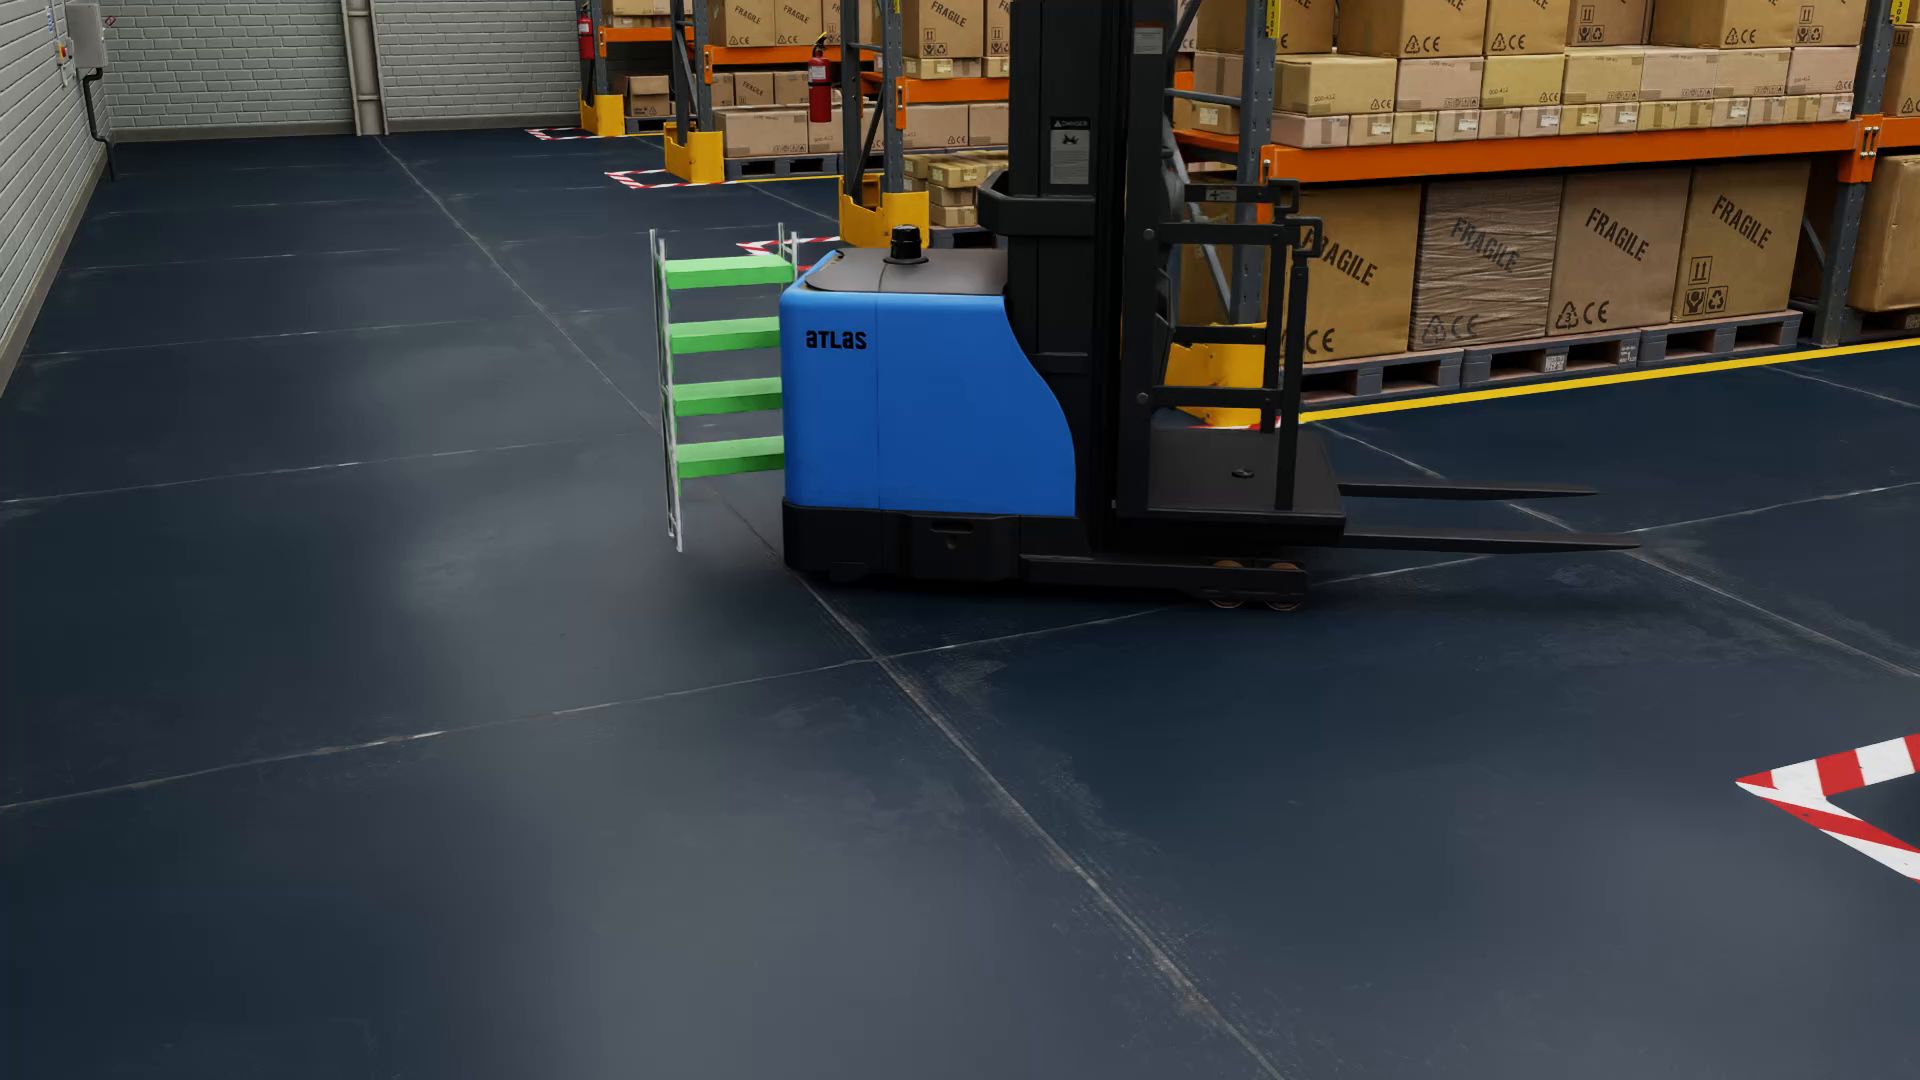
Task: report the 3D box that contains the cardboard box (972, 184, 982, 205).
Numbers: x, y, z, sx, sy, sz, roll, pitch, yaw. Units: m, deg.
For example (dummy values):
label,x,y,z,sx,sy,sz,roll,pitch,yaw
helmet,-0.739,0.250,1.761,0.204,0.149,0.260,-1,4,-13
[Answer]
label,x,y,z,sx,sy,sz,roll,pitch,yaw
cardboard box,0.186,-2.686,12.845,0.250,0.149,0.380,-8,21,-22

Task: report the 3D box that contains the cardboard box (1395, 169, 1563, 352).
label,x,y,z,sx,sy,sz,roll,pitch,yaw
cardboard box,2.593,-1.581,9.062,0.875,0.875,0.875,-8,21,-22

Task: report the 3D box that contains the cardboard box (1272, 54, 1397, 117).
label,x,y,z,sx,sy,sz,roll,pitch,yaw
cardboard box,1.749,-2.207,8.052,0.500,0.250,0.500,-9,21,-23

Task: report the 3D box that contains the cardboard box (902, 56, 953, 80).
label,x,y,z,sx,sy,sz,roll,pitch,yaw
cardboard box,-0.243,-3.507,12.343,0.250,0.149,0.380,-8,21,-22

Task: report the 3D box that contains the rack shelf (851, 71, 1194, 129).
label,x,y,z,sx,sy,sz,roll,pitch,yaw
rack shelf,1.166,-3.606,13.331,4.000,0.370,1.077,-8,21,-22

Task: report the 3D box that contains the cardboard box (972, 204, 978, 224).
label,x,y,z,sx,sy,sz,roll,pitch,yaw
cardboard box,0.145,-2.567,12.955,0.250,0.149,0.380,-8,21,-22

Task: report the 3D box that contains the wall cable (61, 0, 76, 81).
label,x,y,z,sx,sy,sz,roll,pitch,yaw
wall cable,-8.465,-5.340,15.642,0.122,1.984,0.588,-8,21,-22

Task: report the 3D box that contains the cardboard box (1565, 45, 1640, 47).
label,x,y,z,sx,sy,sz,roll,pitch,yaw
cardboard box,3.407,-2.637,9.272,0.500,0.250,0.500,-8,21,-21

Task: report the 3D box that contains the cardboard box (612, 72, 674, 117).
label,x,y,z,sx,sy,sz,roll,pitch,yaw
cardboard box,-4.094,-5.764,21.502,0.637,0.503,0.797,-9,21,-24

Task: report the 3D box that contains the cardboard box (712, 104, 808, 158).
label,x,y,z,sx,sy,sz,roll,pitch,yaw
cardboard box,-2.158,-4.286,17.403,0.875,0.438,0.875,-9,21,-24

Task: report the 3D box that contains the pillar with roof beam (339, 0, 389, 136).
label,x,y,z,sx,sy,sz,roll,pitch,yaw
pillar with roof beam,-5.821,-8.129,16.060,0.400,9.000,9.100,-8,21,-22

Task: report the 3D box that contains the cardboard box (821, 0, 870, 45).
label,x,y,z,sx,sy,sz,roll,pitch,yaw
cardboard box,-1.242,-5.338,17.015,0.500,0.500,0.500,-8,21,-22

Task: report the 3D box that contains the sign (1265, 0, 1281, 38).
label,x,y,z,sx,sy,sz,roll,pitch,yaw
sign,1.416,-2.432,7.491,0.005,0.325,0.100,-8,21,-22

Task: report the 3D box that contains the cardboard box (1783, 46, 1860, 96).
label,x,y,z,sx,sy,sz,roll,pitch,yaw
cardboard box,4.573,-2.614,9.208,0.500,0.250,0.500,-9,21,-23

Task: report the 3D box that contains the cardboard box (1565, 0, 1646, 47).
label,x,y,z,sx,sy,sz,roll,pitch,yaw
cardboard box,3.402,-2.989,9.143,0.500,0.500,0.500,-9,21,-24

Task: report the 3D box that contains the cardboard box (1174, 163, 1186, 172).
label,x,y,z,sx,sy,sz,roll,pitch,yaw
cardboard box,1.610,-3.023,13.354,0.250,0.149,0.380,-9,21,-24

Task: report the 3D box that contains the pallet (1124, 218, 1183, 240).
label,x,y,z,sx,sy,sz,roll,pitch,yaw
pallet,1.278,-2.633,13.681,1.213,0.211,1.003,-8,21,-22

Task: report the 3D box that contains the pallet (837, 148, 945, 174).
label,x,y,z,sx,sy,sz,roll,pitch,yaw
pallet,-0.902,-4.152,17.995,1.213,0.211,1.003,-8,21,-22

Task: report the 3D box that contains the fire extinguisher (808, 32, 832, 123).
label,x,y,z,sx,sy,sz,roll,pitch,yaw
fire extinguisher,-1.085,-3.578,12.845,0.183,0.674,0.296,-8,21,-22

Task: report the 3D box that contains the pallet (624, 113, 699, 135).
label,x,y,z,sx,sy,sz,roll,pitch,yaw
pallet,-3.892,-5.492,21.801,1.213,0.211,1.003,-8,21,-22

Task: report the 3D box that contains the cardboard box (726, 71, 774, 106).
label,x,y,z,sx,sy,sz,roll,pitch,yaw
cardboard box,-2.769,-5.902,21.900,0.500,0.500,0.500,-8,21,-21

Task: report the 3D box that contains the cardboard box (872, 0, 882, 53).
label,x,y,z,sx,sy,sz,roll,pitch,yaw
cardboard box,-0.360,-4.008,12.789,0.500,0.500,0.500,-8,21,-21

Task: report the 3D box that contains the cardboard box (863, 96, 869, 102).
label,x,y,z,sx,sy,sz,roll,pitch,yaw
cardboard box,-1.416,-5.909,22.447,0.250,0.149,0.380,-9,21,-24

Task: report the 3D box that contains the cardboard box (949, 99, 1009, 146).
label,x,y,z,sx,sy,sz,roll,pitch,yaw
cardboard box,0.330,-4.645,18.422,0.875,0.438,0.875,-8,21,-23

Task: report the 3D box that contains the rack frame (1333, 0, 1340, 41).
label,x,y,z,sx,sy,sz,roll,pitch,yaw
rack frame,3.002,-4.209,13.959,0.127,3.000,1.000,-8,21,-22

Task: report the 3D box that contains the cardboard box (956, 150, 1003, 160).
label,x,y,z,sx,sy,sz,roll,pitch,yaw
cardboard box,0.156,-3.052,13.437,0.250,0.149,0.380,-9,21,-23

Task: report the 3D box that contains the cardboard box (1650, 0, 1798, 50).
label,x,y,z,sx,sy,sz,roll,pitch,yaw
cardboard box,4.096,-2.899,8.889,0.500,0.500,0.500,-8,21,-21

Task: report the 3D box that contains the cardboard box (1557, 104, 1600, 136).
label,x,y,z,sx,sy,sz,roll,pitch,yaw
cardboard box,3.070,-2.187,8.595,0.250,0.149,0.380,-9,21,-23

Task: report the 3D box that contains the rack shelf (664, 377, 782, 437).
label,x,y,z,sx,sy,sz,roll,pitch,yaw
rack shelf,-0.880,-0.520,6.385,0.480,0.148,0.258,-6,20,-18

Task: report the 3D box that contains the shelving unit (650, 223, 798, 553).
label,x,y,z,sx,sy,sz,roll,pitch,yaw
shelving unit,-0.880,-0.581,6.364,0.503,1.200,0.258,-6,20,-18

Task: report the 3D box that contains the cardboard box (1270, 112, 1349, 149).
label,x,y,z,sx,sy,sz,roll,pitch,yaw
cardboard box,1.658,-1.984,8.019,0.250,0.149,0.380,-8,21,-21

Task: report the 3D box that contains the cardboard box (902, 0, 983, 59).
label,x,y,z,sx,sy,sz,roll,pitch,yaw
cardboard box,-0.149,-3.845,12.327,0.500,0.500,0.500,-7,21,-19

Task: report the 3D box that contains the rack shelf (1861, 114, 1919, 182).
label,x,y,z,sx,sy,sz,roll,pitch,yaw
rack shelf,6.711,-2.607,10.492,4.000,0.370,1.077,-8,21,-22

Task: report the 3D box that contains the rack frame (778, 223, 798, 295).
label,x,y,z,sx,sy,sz,roll,pitch,yaw
rack frame,-0.649,-0.606,6.438,0.015,1.200,0.240,-6,20,-18

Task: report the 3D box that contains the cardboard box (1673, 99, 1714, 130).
label,x,y,z,sx,sy,sz,roll,pitch,yaw
cardboard box,3.779,-2.289,8.884,0.250,0.149,0.380,-8,21,-21

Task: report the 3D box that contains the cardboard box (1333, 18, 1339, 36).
label,x,y,z,sx,sy,sz,roll,pitch,yaw
cardboard box,3.288,-4.401,14.250,0.250,0.149,0.380,-9,21,-23

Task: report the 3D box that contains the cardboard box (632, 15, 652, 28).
label,x,y,z,sx,sy,sz,roll,pitch,yaw
cardboard box,-4.068,-6.581,21.073,0.250,0.149,0.380,-8,21,-21

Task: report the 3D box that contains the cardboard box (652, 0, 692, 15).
label,x,y,z,sx,sy,sz,roll,pitch,yaw
cardboard box,-3.707,-6.805,21.111,0.500,0.250,0.500,-8,21,-21

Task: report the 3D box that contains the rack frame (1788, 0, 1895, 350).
label,x,y,z,sx,sy,sz,roll,pitch,yaw
rack frame,4.874,-2.683,9.625,0.127,3.000,1.000,-8,21,-22

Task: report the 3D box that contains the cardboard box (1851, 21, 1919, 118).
label,x,y,z,sx,sy,sz,roll,pitch,yaw
cardboard box,5.396,-2.714,9.564,0.500,0.500,0.500,-8,21,-22

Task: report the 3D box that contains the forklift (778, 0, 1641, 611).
label,x,y,z,sx,sy,sz,roll,pitch,yaw
forklift,0.911,-1.321,5.861,3.031,2.935,1.130,2,20,6

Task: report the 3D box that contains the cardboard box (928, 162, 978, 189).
label,x,y,z,sx,sy,sz,roll,pitch,yaw
cardboard box,-0.055,-2.782,12.671,0.250,0.149,0.380,-9,21,-24

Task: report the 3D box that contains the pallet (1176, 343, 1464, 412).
label,x,y,z,sx,sy,sz,roll,pitch,yaw
pallet,1.904,-0.970,8.960,1.213,0.211,1.003,-8,21,-22

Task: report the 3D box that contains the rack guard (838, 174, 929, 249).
label,x,y,z,sx,sy,sz,roll,pitch,yaw
rack guard,-0.601,-2.513,12.908,0.348,0.500,1.175,-8,21,-22

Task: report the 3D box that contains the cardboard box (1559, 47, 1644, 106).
label,x,y,z,sx,sy,sz,roll,pitch,yaw
cardboard box,3.163,-2.413,8.636,0.500,0.250,0.500,-9,21,-23

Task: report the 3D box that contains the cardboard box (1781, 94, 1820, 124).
label,x,y,z,sx,sy,sz,roll,pitch,yaw
cardboard box,4.487,-2.390,9.173,0.250,0.149,0.380,-8,21,-21

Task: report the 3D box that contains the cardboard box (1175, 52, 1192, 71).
label,x,y,z,sx,sy,sz,roll,pitch,yaw
cardboard box,1.631,-3.809,13.201,0.250,0.149,0.380,-8,21,-23

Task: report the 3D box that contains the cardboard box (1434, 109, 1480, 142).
label,x,y,z,sx,sy,sz,roll,pitch,yaw
cardboard box,2.367,-2.087,8.311,0.250,0.149,0.380,-8,21,-23
